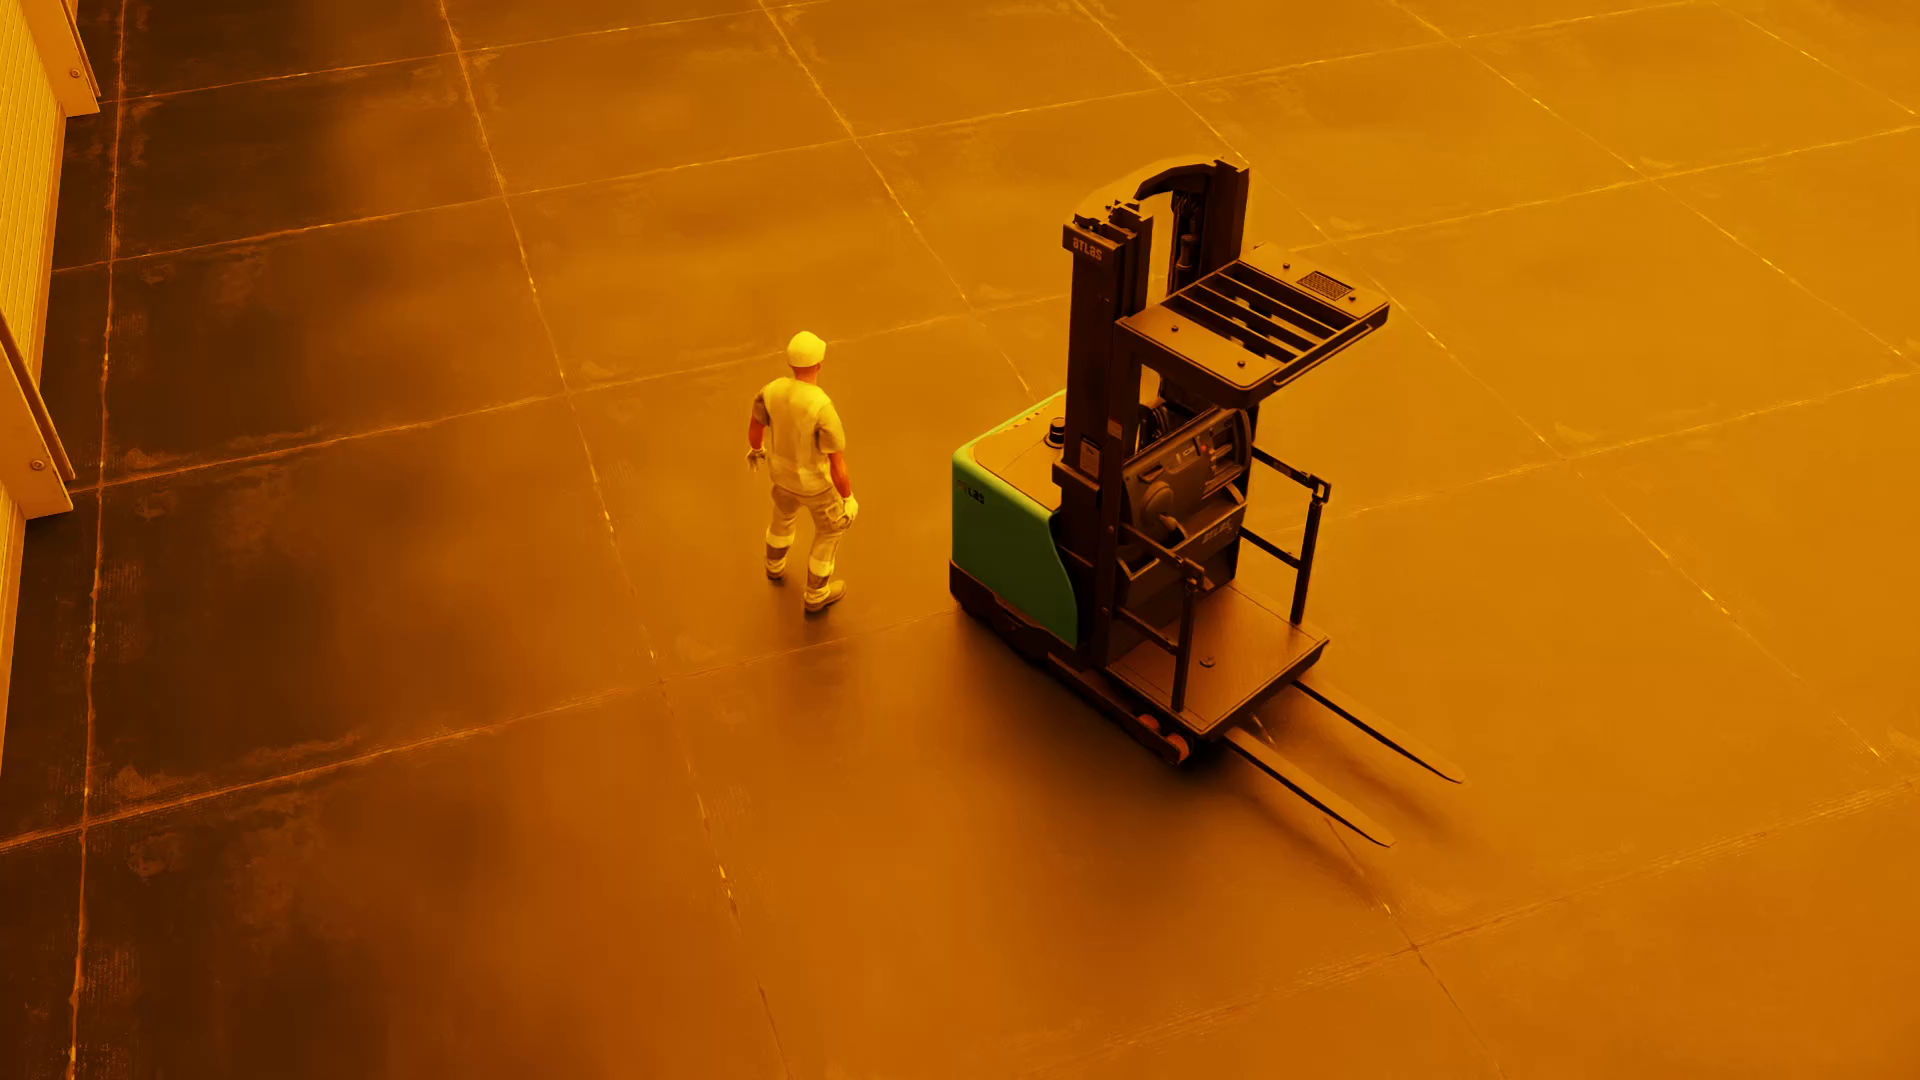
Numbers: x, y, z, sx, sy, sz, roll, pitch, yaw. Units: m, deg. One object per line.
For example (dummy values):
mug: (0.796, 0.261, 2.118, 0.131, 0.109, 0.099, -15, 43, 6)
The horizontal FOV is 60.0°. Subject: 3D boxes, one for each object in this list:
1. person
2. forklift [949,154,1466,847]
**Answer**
person: (-0.867, -0.393, 9.382, 0.848, 1.750, 0.430, 24, 45, 26)
forklift: (1.310, -0.306, 8.360, 1.130, 2.935, 3.031, -31, 49, -31)
